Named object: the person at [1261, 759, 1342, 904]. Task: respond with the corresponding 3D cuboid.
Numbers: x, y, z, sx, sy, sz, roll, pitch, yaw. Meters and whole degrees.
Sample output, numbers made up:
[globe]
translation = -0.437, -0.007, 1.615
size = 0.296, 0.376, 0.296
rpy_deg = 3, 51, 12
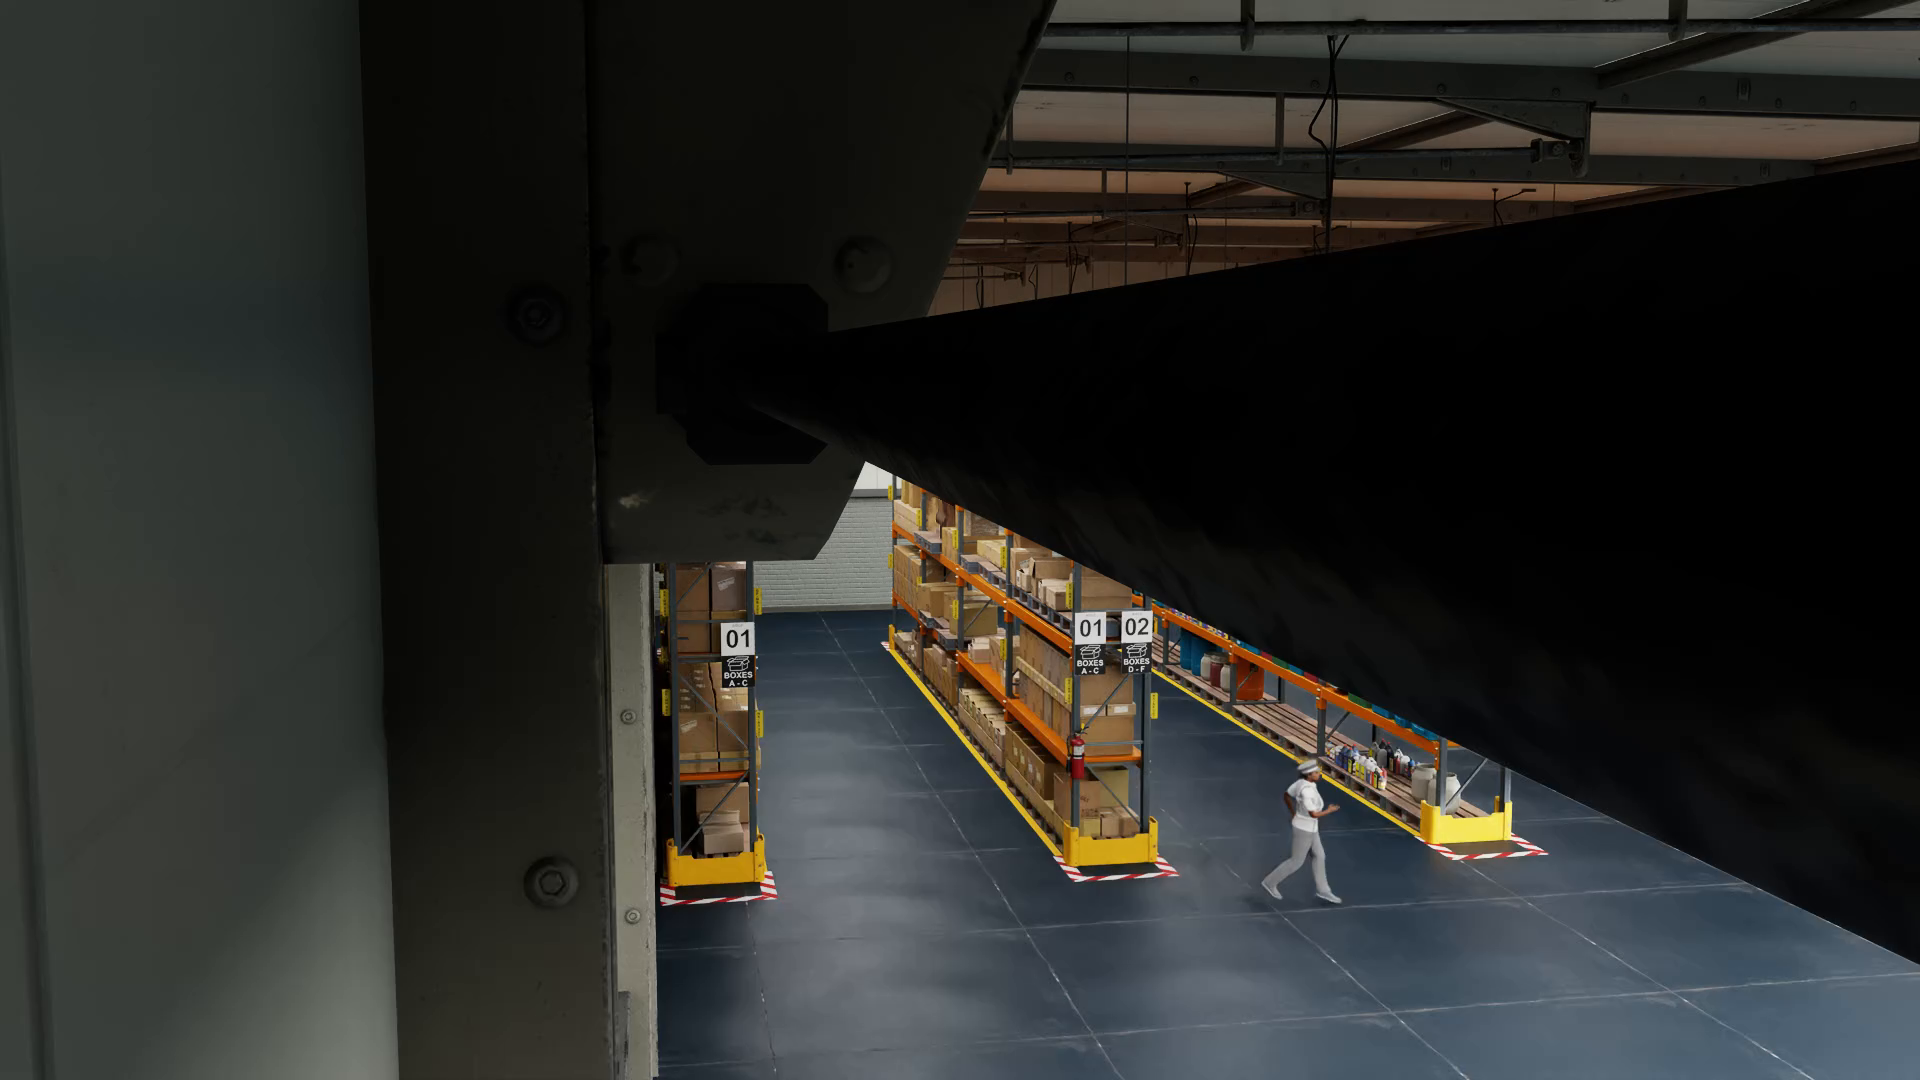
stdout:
[person]
translation = 3.985, 3.381, 19.335
size = 0.929, 1.694, 0.566
rpy_deg = 1, 6, 9
